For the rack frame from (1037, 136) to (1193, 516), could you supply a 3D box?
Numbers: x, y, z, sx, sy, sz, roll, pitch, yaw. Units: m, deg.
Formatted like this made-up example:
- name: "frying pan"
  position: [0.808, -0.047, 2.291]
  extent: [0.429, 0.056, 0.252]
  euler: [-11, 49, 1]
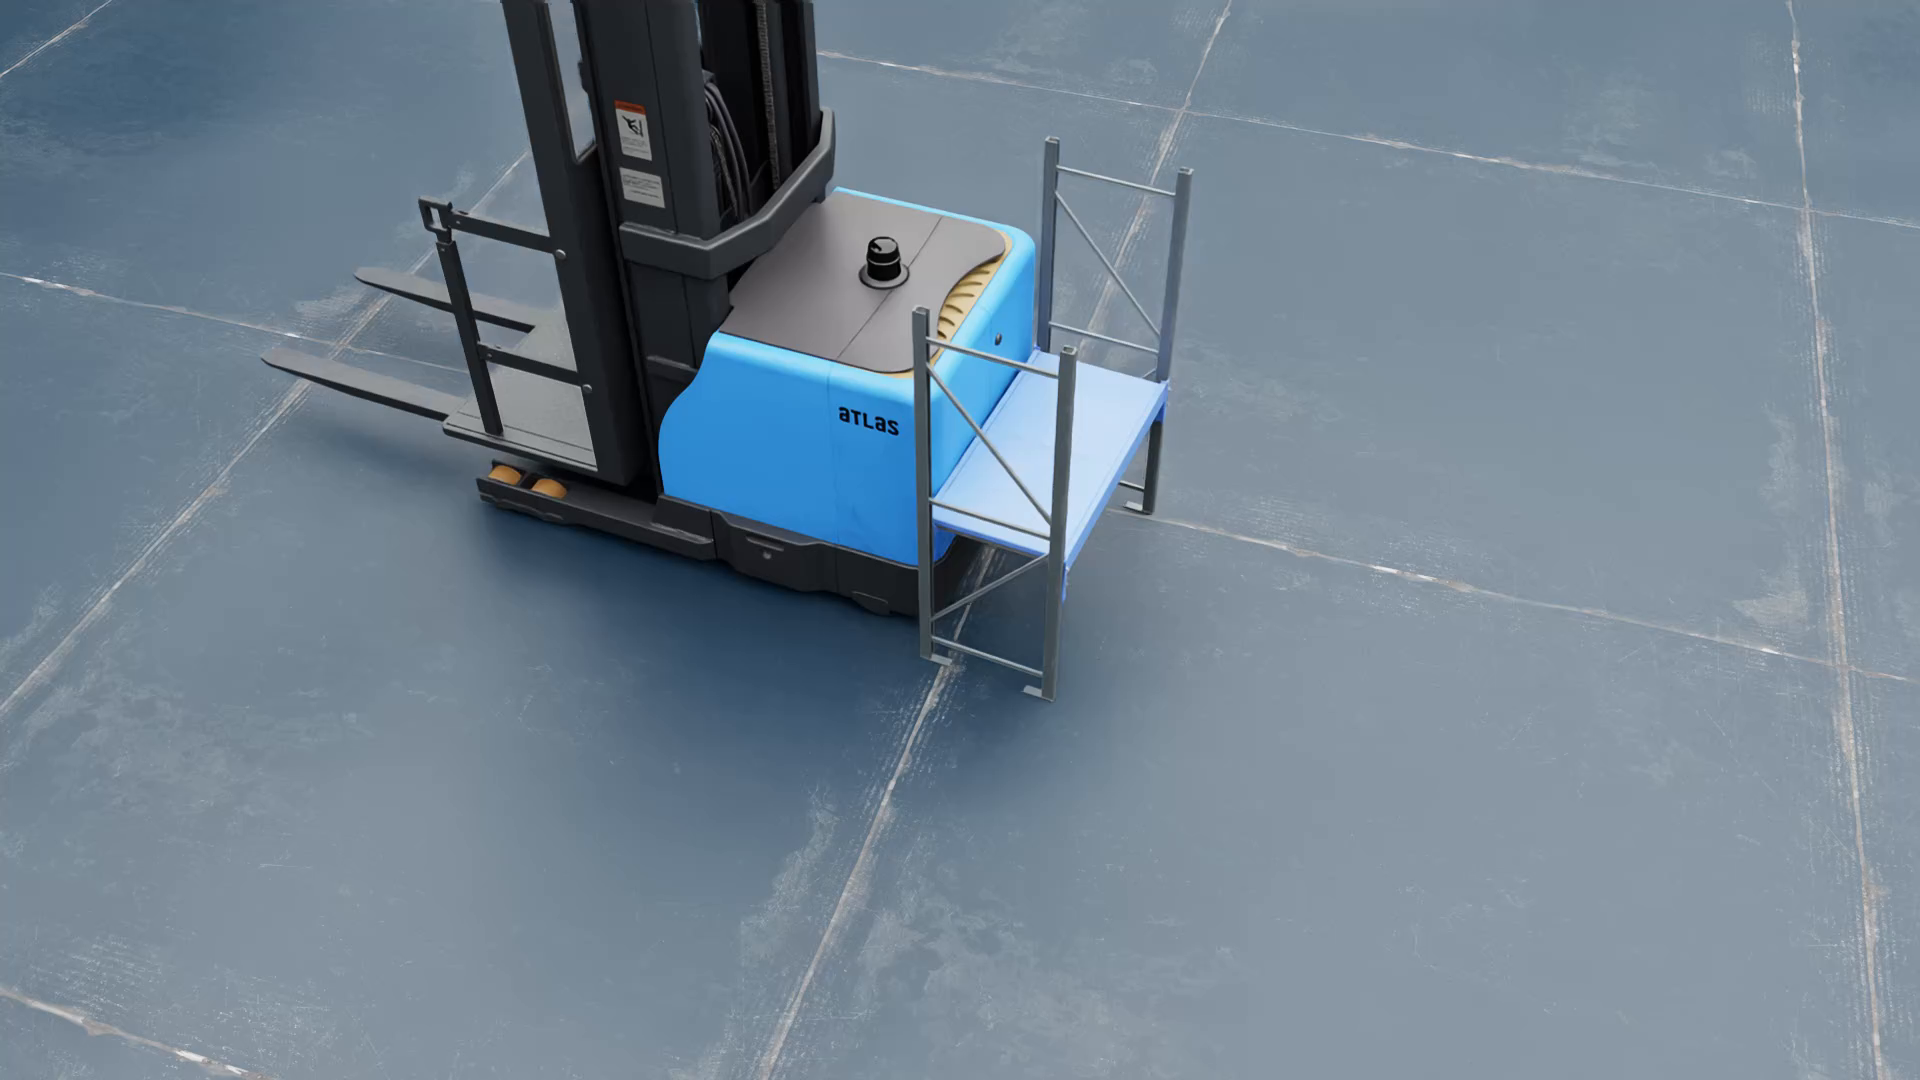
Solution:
- name: "rack frame"
  position: [0.512, -0.710, 5.903]
  extent: [0.500, 1.500, 0.032]
  euler: [17, 47, 17]

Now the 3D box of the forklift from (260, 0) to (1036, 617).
- name: "forklift"
  position: [-1.288, -1.441, 5.627]
  extent: [3.031, 2.935, 1.130]
  euler: [16, 47, 16]

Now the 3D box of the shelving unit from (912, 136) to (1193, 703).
- name: "shelving unit"
  position: [0.304, -0.386, 5.572]
  extent: [0.538, 1.500, 1.048]
  euler: [17, 47, 17]

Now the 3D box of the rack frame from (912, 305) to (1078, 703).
- name: "rack frame"
  position: [0.095, -0.062, 5.241]
  extent: [0.500, 1.500, 0.032]
  euler: [17, 47, 17]

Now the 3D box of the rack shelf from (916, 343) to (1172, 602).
- name: "rack shelf"
  position: [0.304, -0.257, 5.698]
  extent: [0.538, 0.185, 1.000]
  euler: [17, 47, 17]
